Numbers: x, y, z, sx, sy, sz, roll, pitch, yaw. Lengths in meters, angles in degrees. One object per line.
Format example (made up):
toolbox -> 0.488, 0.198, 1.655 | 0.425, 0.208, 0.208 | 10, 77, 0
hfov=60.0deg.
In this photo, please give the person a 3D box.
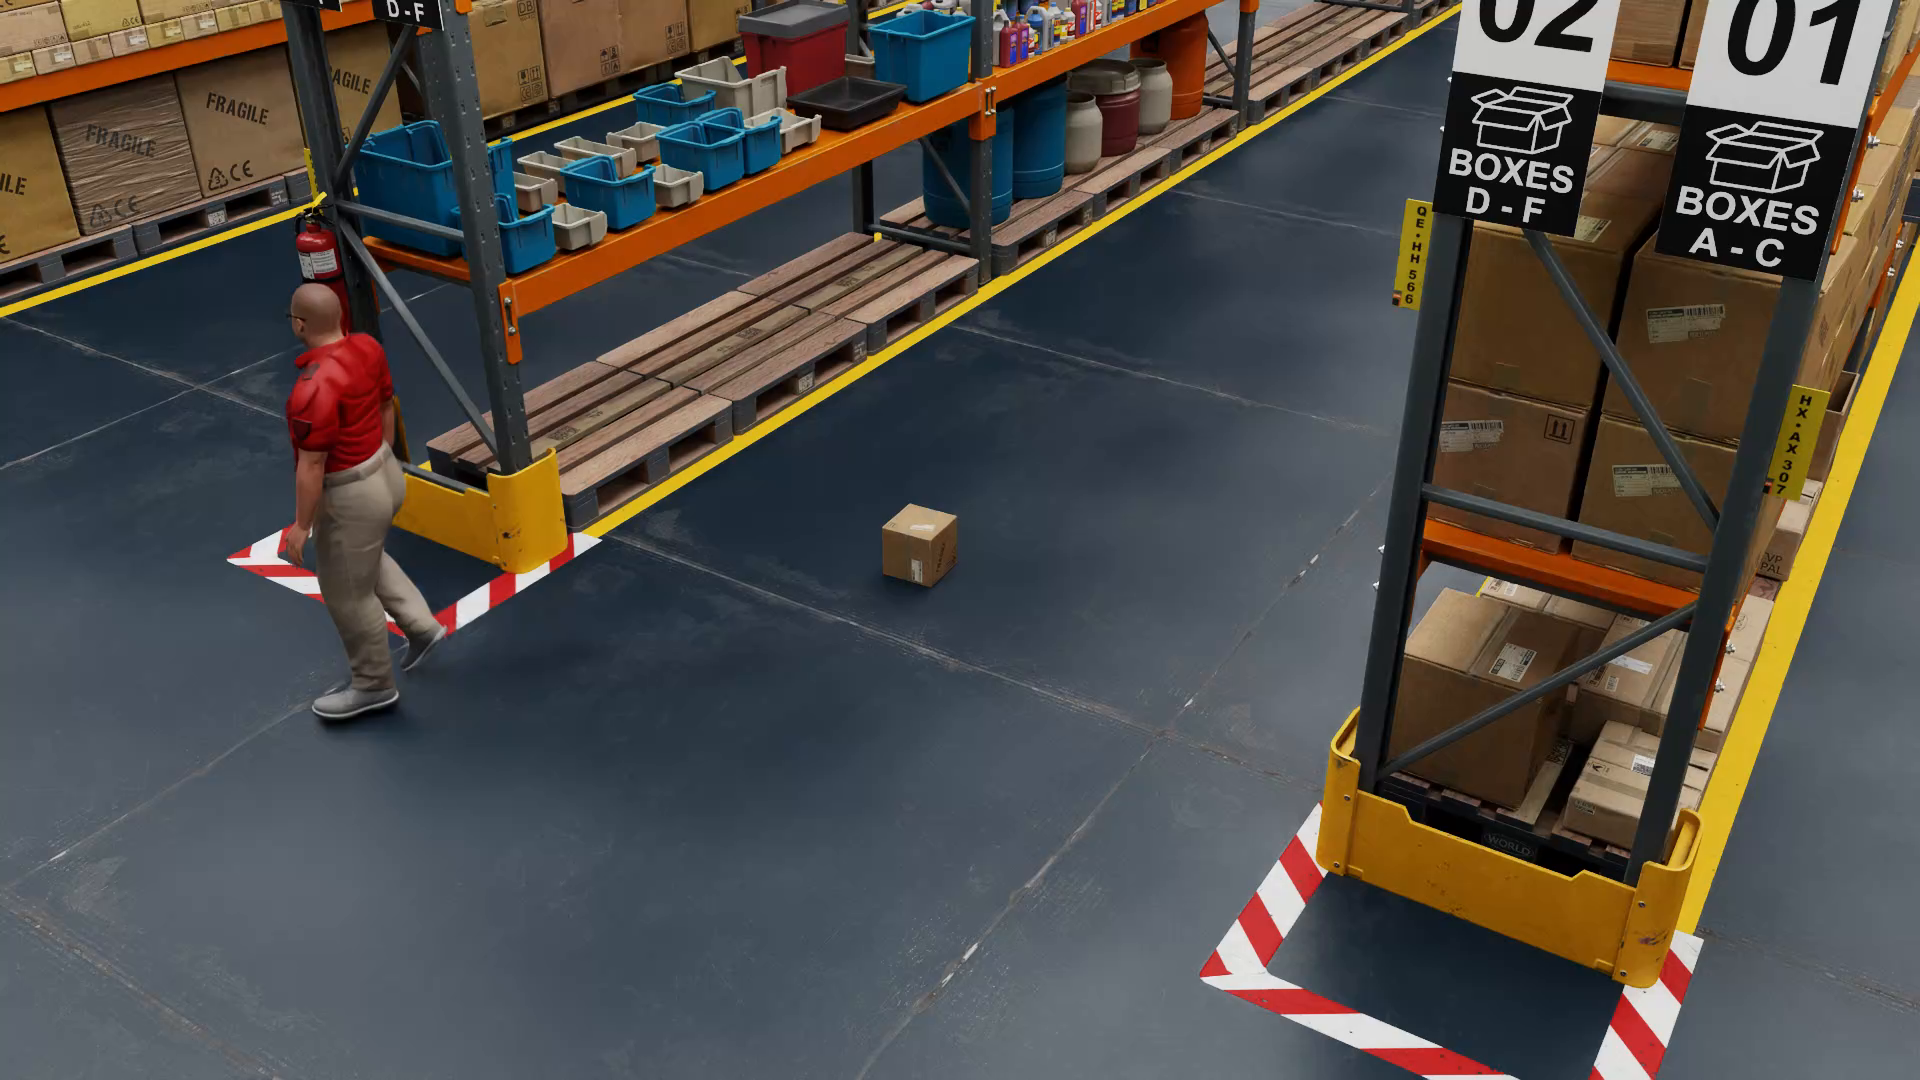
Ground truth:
person -> -2.320, -0.161, 6.384 | 0.490, 1.731, 0.590 | 1, 30, 2
